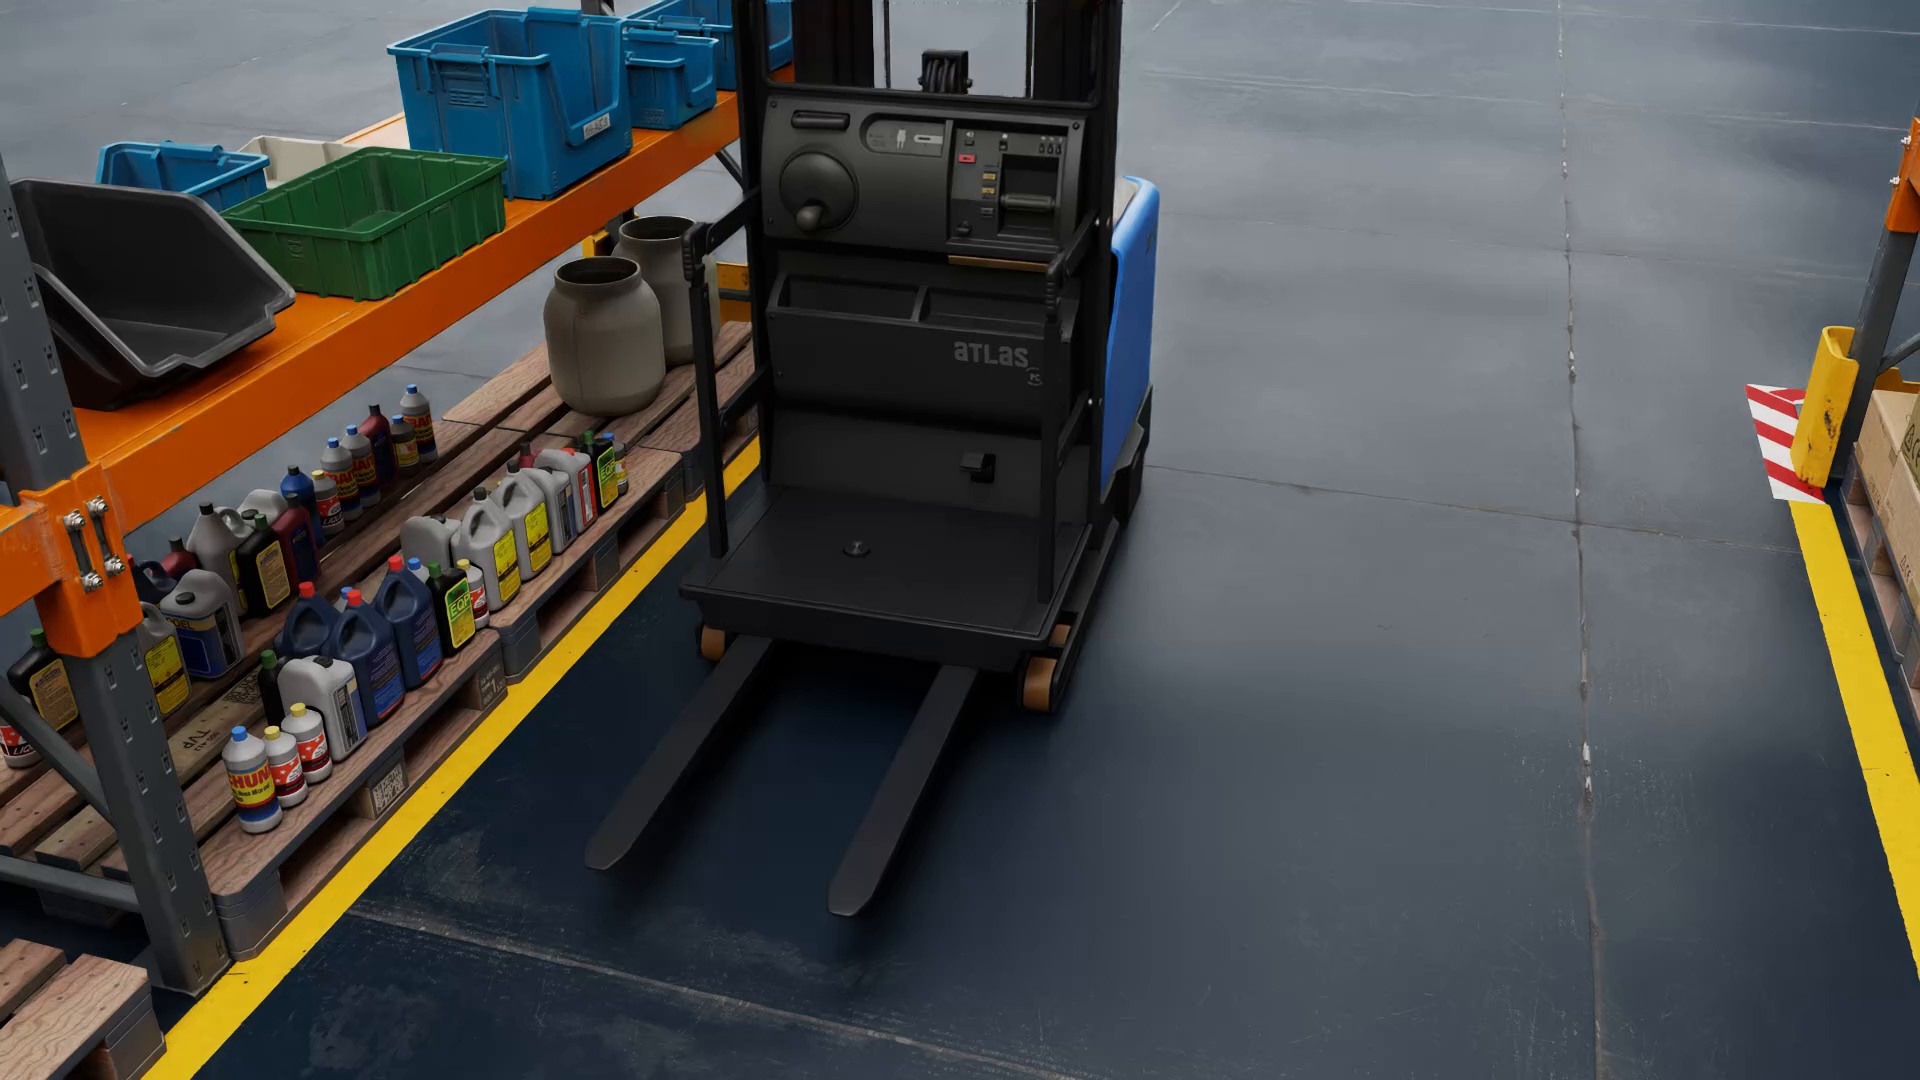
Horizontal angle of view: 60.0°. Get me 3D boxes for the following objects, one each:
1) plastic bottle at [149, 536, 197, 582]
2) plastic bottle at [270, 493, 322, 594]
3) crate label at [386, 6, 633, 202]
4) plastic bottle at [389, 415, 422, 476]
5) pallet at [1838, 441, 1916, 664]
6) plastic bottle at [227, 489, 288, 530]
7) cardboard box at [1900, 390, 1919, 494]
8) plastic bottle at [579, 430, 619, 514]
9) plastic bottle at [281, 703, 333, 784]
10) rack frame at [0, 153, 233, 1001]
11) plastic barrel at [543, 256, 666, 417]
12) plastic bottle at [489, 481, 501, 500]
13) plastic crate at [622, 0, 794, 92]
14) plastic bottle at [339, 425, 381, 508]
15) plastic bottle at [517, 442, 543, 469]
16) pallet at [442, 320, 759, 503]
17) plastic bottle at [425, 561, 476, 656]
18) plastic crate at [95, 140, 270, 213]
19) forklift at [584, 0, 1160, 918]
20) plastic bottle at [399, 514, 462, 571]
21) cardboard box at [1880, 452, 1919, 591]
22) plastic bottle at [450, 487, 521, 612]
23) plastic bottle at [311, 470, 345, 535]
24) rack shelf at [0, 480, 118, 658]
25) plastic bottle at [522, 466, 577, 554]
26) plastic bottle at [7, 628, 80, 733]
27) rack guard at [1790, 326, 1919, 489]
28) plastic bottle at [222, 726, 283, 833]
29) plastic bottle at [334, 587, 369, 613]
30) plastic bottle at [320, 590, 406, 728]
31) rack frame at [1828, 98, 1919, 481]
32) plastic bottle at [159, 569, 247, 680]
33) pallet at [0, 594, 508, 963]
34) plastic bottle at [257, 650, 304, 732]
[{"bbox_3d":[-2.242,0.136,4.761,0.061,0.283,0.133,11,31,18],"label":"plastic bottle"},{"bbox_3d":[-2.002,0.008,4.992,0.061,0.283,0.133,8,30,15],"label":"plastic bottle"},{"bbox_3d":[-1.327,-1.328,5.015,0.502,0.435,0.616,8,30,15],"label":"crate label"},{"bbox_3d":[-1.906,-0.329,5.683,0.097,0.201,0.097,0,29,0],"label":"plastic bottle"},{"bbox_3d":[3.504,0.082,5.385,1.003,0.211,1.213,8,30,15],"label":"pallet"},{"bbox_3d":[-2.104,-0.004,5.021,0.152,0.276,0.135,9,30,16],"label":"plastic bottle"},{"bbox_3d":[3.173,-0.357,4.932,0.500,0.500,0.500,8,30,15],"label":"cardboard box"},{"bbox_3d":[-1.183,-0.239,5.435,0.061,0.283,0.133,9,30,16],"label":"plastic bottle"},{"bbox_3d":[-1.647,0.503,4.186,0.097,0.201,0.097,0,29,0],"label":"plastic bottle"},{"bbox_3d":[-2.220,-0.347,3.289,1.000,3.000,0.127,8,30,15],"label":"rack frame"},{"bbox_3d":[-1.313,-0.753,6.145,0.421,0.512,0.421,0,29,0],"label":"plastic barrel"},{"bbox_3d":[-1.431,-0.091,5.254,0.097,0.201,0.097,0,29,0],"label":"plastic bottle"},{"bbox_3d":[-0.907,-1.866,6.172,0.499,0.251,0.616,8,30,15],"label":"plastic crate"},{"bbox_3d":[-1.976,-0.249,5.466,0.097,0.271,0.097,0,29,0],"label":"plastic bottle"},{"bbox_3d":[-1.368,-0.197,5.360,0.061,0.283,0.133,8,30,15],"label":"plastic bottle"},{"bbox_3d":[-1.267,-0.569,6.556,1.003,0.211,1.213,8,30,15],"label":"pallet"},{"bbox_3d":[-1.442,0.173,4.695,0.061,0.283,0.133,10,31,17],"label":"plastic bottle"},{"bbox_3d":[-2.154,-0.835,4.319,0.499,0.251,0.616,8,30,15],"label":"plastic crate"},{"bbox_3d":[-0.167,-0.987,4.509,1.130,2.935,3.031,8,30,13],"label":"forklift"},{"bbox_3d":[-1.555,0.040,4.942,0.152,0.276,0.135,8,30,15],"label":"plastic bottle"},{"bbox_3d":[3.175,-0.029,5.114,0.500,0.250,0.500,8,30,15],"label":"cardboard box"},{"bbox_3d":[-1.406,0.017,4.907,0.144,0.351,0.185,8,30,14],"label":"plastic bottle"},{"bbox_3d":[-2.035,-0.126,5.316,0.097,0.201,0.097,0,29,0],"label":"plastic bottle"},{"bbox_3d":[-2.807,0.896,1.793,1.077,0.370,4.000,8,30,15],"label":"rack shelf"},{"bbox_3d":[-1.307,-0.115,5.220,0.152,0.276,0.135,8,30,13],"label":"plastic bottle"},{"bbox_3d":[-2.394,0.377,4.329,0.061,0.283,0.133,10,31,17],"label":"plastic bottle"},{"bbox_3d":[3.695,-0.417,5.985,1.175,0.500,0.348,8,30,15],"label":"rack guard"},{"bbox_3d":[-1.707,0.567,3.999,0.097,0.271,0.097,0,29,0],"label":"plastic bottle"},{"bbox_3d":[-1.659,0.252,4.565,0.097,0.271,0.097,0,29,0],"label":"plastic bottle"},{"bbox_3d":[-1.586,0.302,4.394,0.144,0.351,0.185,9,30,16],"label":"plastic bottle"},{"bbox_3d":[3.688,-1.498,5.357,1.000,3.000,0.127,8,30,15],"label":"rack frame"},{"bbox_3d":[-2.101,0.230,4.599,0.152,0.276,0.135,8,30,15],"label":"plastic bottle"},{"bbox_3d":[-1.983,0.565,4.517,1.003,0.211,1.213,8,30,15],"label":"pallet"},{"bbox_3d":[-1.740,0.393,4.300,0.061,0.283,0.133,8,30,15],"label":"plastic bottle"}]
